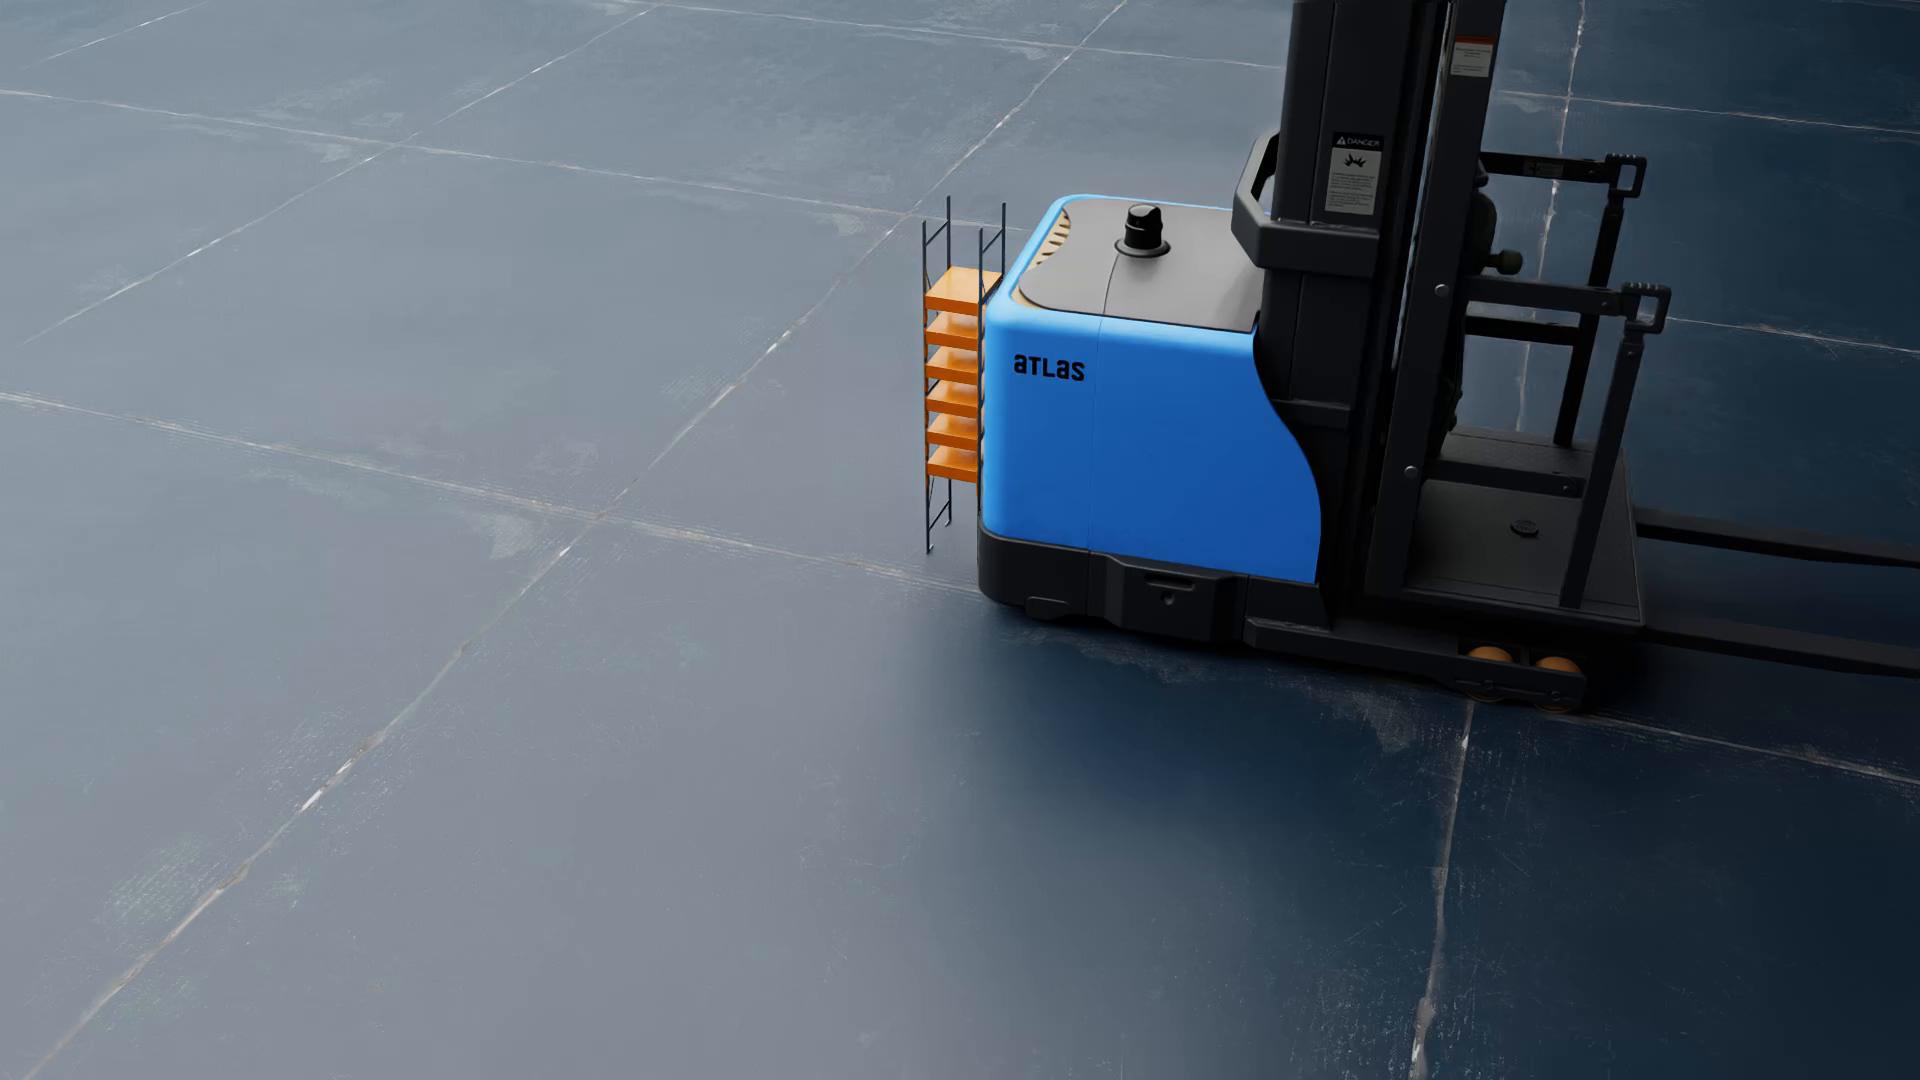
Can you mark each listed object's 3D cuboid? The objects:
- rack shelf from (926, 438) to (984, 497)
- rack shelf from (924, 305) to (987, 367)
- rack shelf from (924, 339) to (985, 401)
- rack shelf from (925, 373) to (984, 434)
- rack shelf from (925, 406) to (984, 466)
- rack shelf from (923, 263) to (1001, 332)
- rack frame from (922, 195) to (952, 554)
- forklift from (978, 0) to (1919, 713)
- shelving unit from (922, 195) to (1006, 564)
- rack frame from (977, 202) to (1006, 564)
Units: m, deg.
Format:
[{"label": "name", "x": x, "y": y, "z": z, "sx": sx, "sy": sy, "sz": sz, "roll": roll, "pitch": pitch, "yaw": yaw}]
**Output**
[{"label": "rack shelf", "x": 0.014, "y": -0.262, "z": 5.575, "sx": 0.180, "sy": 0.103, "sz": 0.258, "roll": 11, "pitch": 34, "yaw": 16}, {"label": "rack shelf", "x": 0.014, "y": -0.666, "z": 5.314, "sx": 0.180, "sy": 0.103, "sz": 0.258, "roll": 11, "pitch": 34, "yaw": 16}, {"label": "rack shelf", "x": 0.014, "y": -0.565, "z": 5.379, "sx": 0.180, "sy": 0.103, "sz": 0.258, "roll": 11, "pitch": 34, "yaw": 16}, {"label": "rack shelf", "x": 0.014, "y": -0.464, "z": 5.445, "sx": 0.180, "sy": 0.103, "sz": 0.258, "roll": 11, "pitch": 34, "yaw": 16}, {"label": "rack shelf", "x": 0.014, "y": -0.363, "z": 5.510, "sx": 0.180, "sy": 0.103, "sz": 0.258, "roll": 11, "pitch": 34, "yaw": 16}, {"label": "rack shelf", "x": 0.014, "y": -0.767, "z": 5.249, "sx": 0.180, "sy": 0.103, "sz": 0.258, "roll": 11, "pitch": 34, "yaw": 16}, {"label": "rack frame", "x": -0.073, "y": -0.518, "z": 5.446, "sx": 0.006, "sy": 1.200, "sz": 0.240, "roll": 11, "pitch": 34, "yaw": 16}, {"label": "forklift", "x": 1.635, "y": -1.037, "z": 4.654, "sx": 3.031, "sy": 2.935, "sz": 1.130, "roll": 9, "pitch": 34, "yaw": 13}, {"label": "shelving unit", "x": 0.014, "y": -0.501, "z": 5.420, "sx": 0.189, "sy": 1.200, "sz": 0.258, "roll": 11, "pitch": 34, "yaw": 16}, {"label": "rack frame", "x": 0.100, "y": -0.485, "z": 5.395, "sx": 0.006, "sy": 1.200, "sz": 0.240, "roll": 11, "pitch": 34, "yaw": 16}]
